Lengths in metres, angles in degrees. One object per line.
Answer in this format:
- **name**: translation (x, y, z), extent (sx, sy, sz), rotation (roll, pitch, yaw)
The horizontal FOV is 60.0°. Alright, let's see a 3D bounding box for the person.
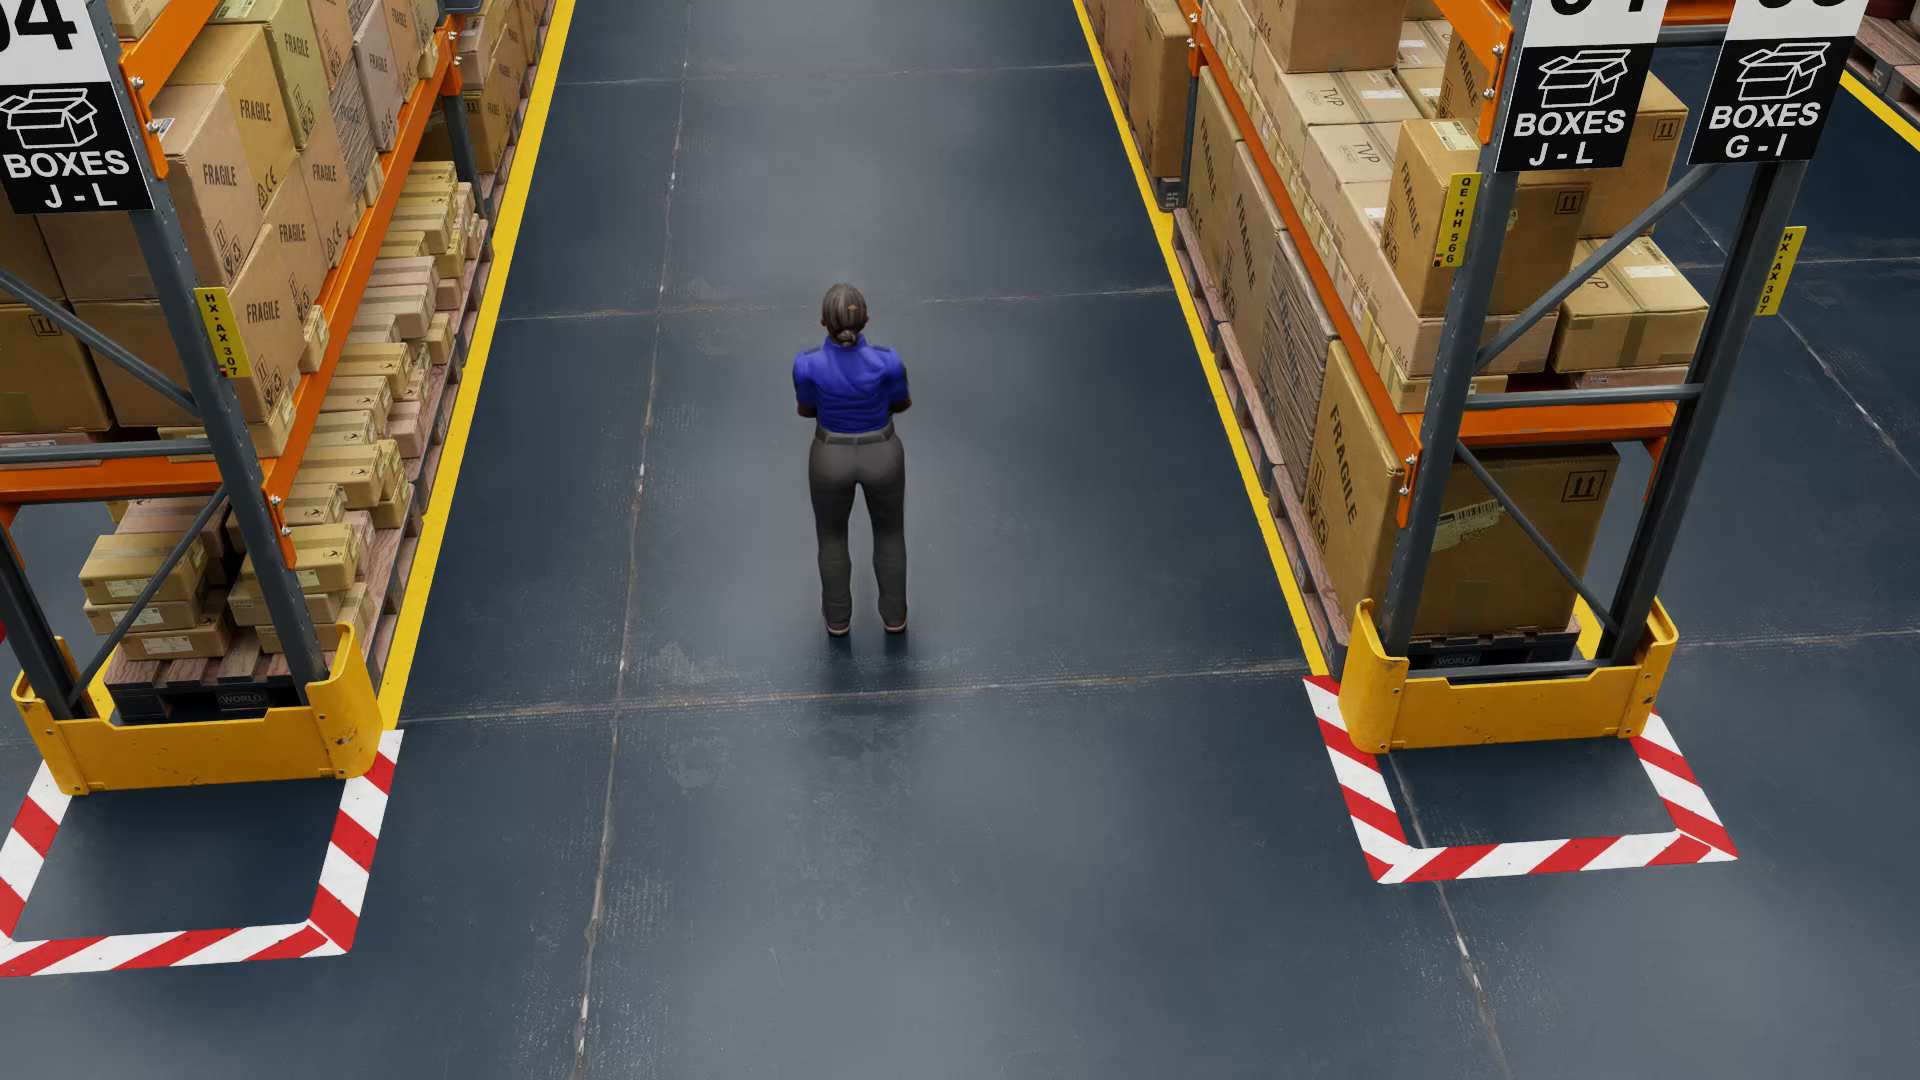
- **person**: translation (-0.412, -0.357, 6.602), extent (0.451, 1.651, 0.510), rotation (-3, 39, -3)
